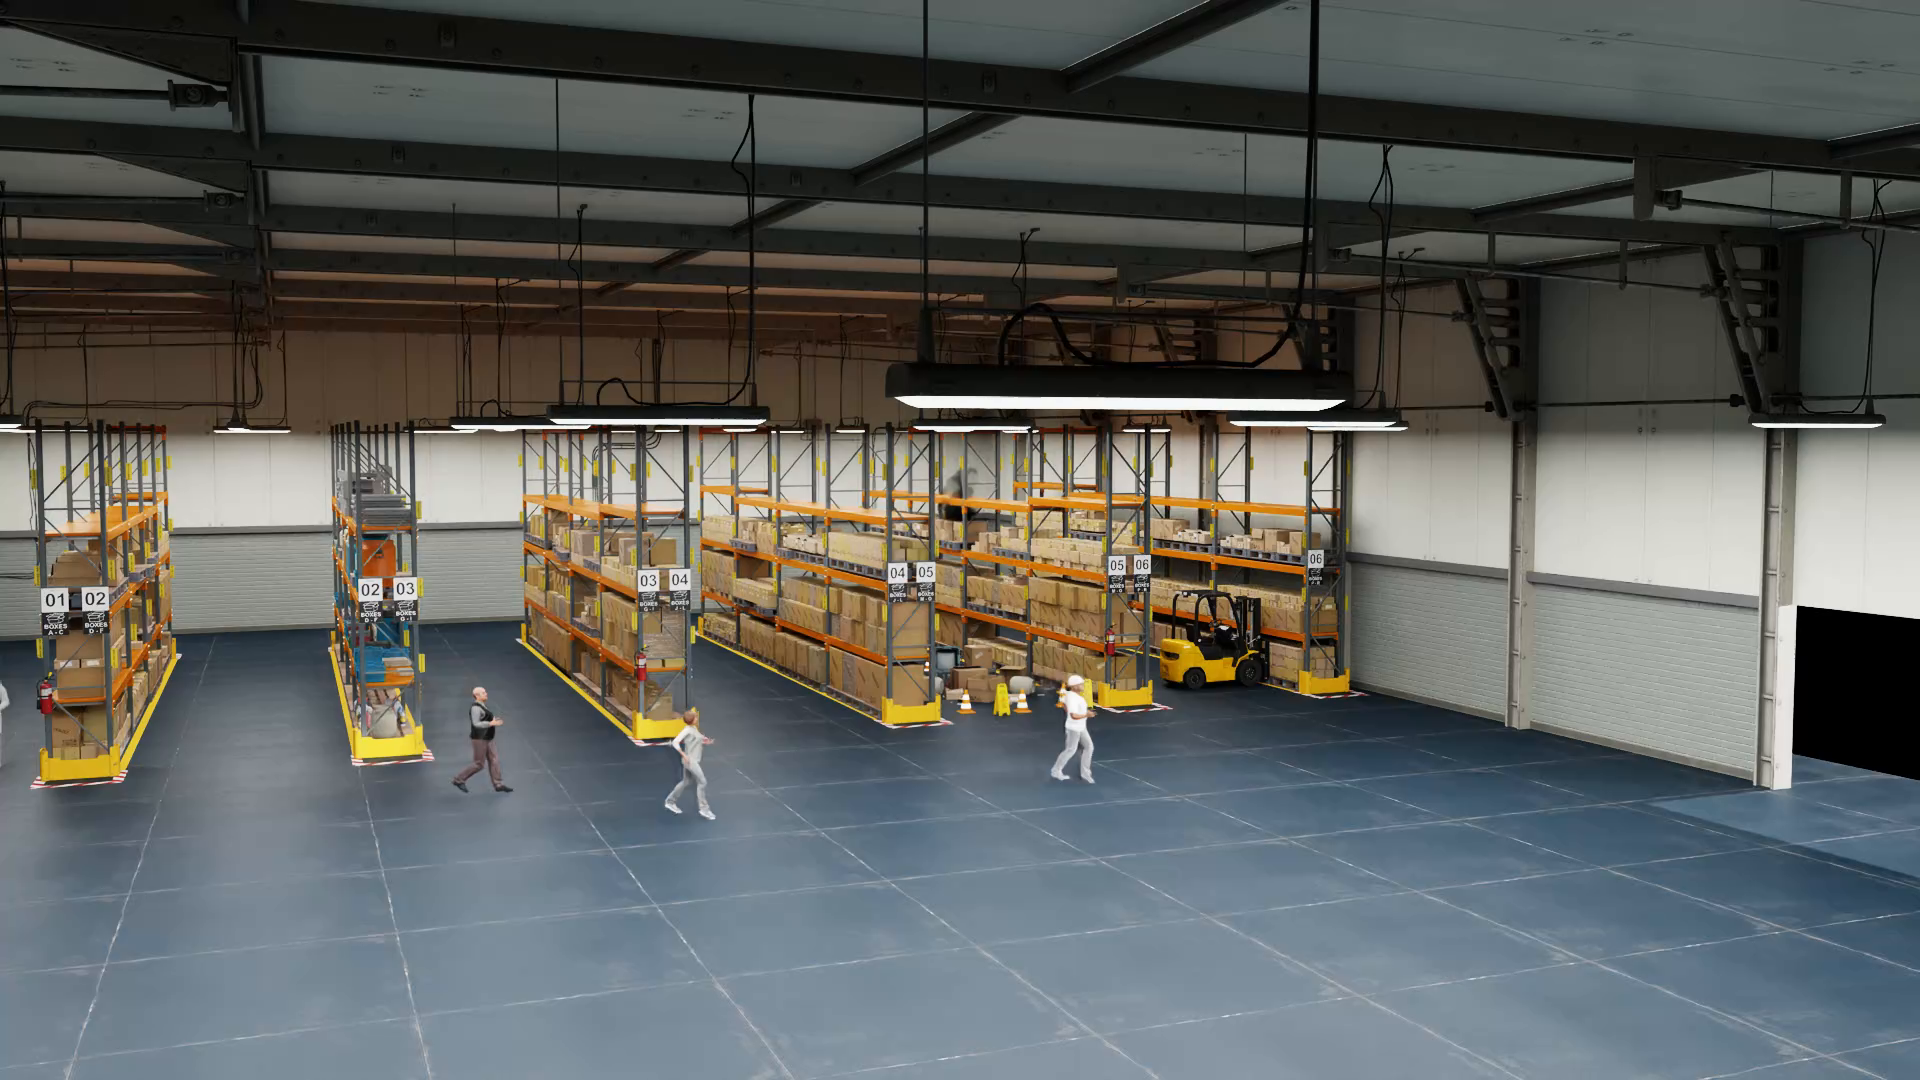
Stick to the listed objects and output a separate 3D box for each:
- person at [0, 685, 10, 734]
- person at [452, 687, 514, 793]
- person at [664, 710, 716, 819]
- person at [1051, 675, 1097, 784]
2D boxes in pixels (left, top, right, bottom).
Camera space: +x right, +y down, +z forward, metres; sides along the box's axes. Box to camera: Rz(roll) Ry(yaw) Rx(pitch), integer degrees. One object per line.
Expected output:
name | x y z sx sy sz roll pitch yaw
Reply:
person | -16.595 3.086 28.341 0.696 1.735 0.607 -2 4 -26
person | -7.572 3.178 26.380 0.947 1.697 0.667 0 4 -3
person | -4.039 3.354 24.860 0.783 1.631 0.518 0 4 -4
person | 1.886 3.136 27.336 0.787 1.830 0.676 1 4 15
